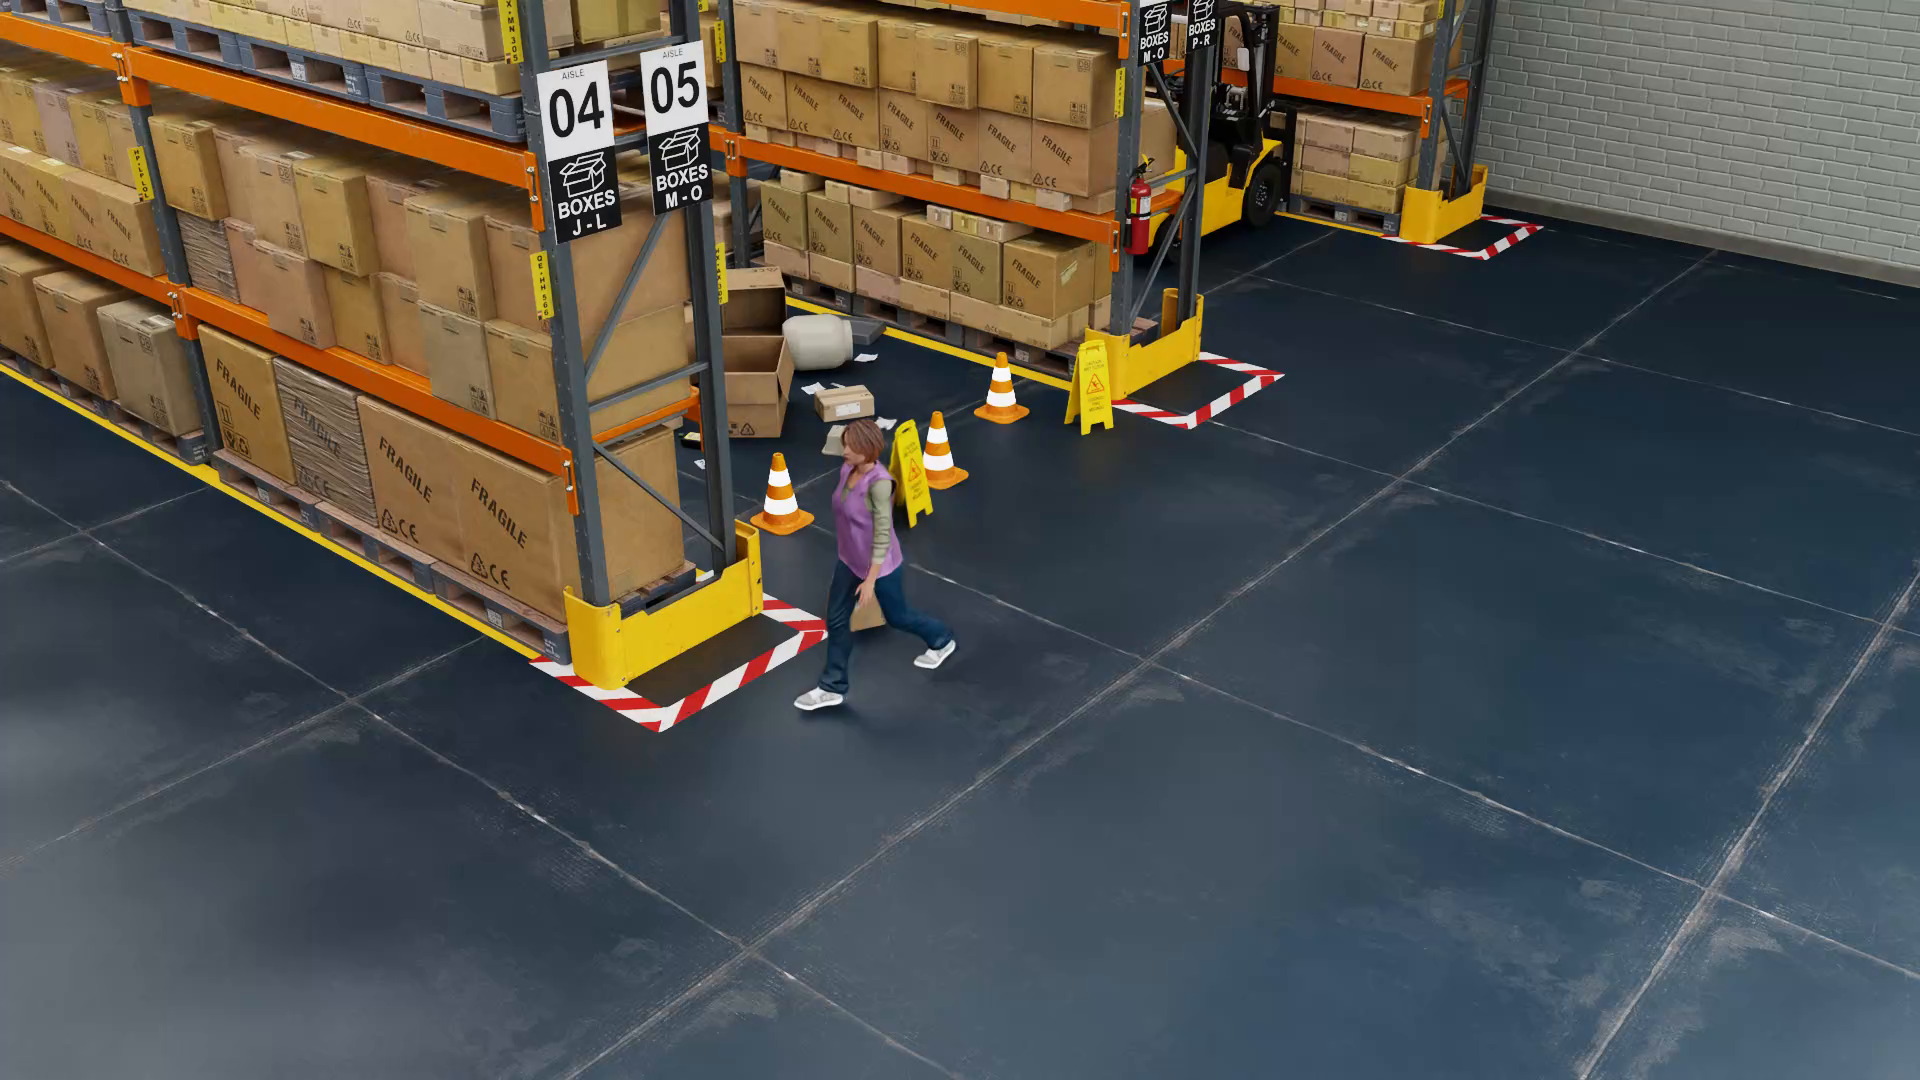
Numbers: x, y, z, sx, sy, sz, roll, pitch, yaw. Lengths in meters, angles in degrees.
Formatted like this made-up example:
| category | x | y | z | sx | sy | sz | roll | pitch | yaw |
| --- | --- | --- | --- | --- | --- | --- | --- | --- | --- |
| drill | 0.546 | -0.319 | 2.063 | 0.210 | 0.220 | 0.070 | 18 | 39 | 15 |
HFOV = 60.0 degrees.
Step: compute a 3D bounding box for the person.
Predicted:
| category | x | y | z | sx | sy | sz | roll | pitch | yaw |
| --- | --- | --- | --- | --- | --- | --- | --- | --- | --- |
| person | -0.434 | 0.101 | 8.439 | 0.942 | 1.552 | 0.435 | -19 | 33 | -32 |
